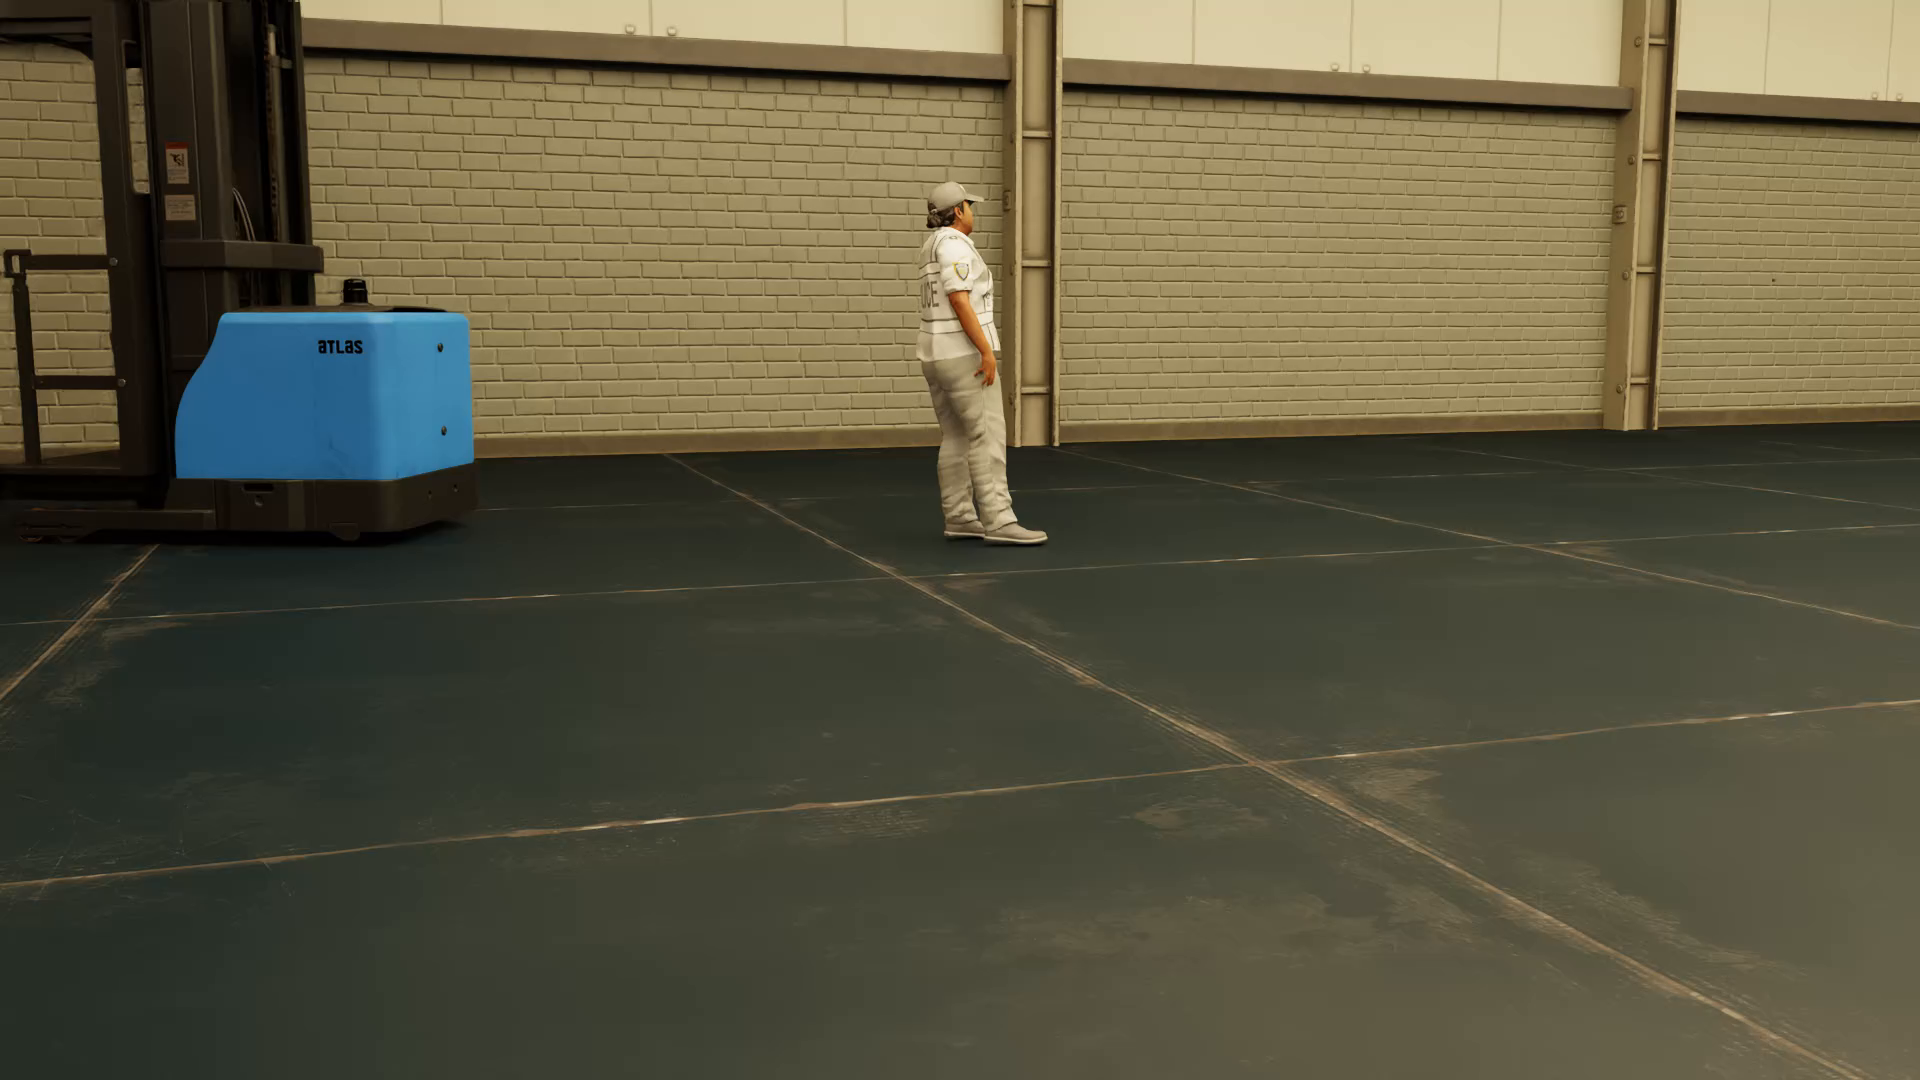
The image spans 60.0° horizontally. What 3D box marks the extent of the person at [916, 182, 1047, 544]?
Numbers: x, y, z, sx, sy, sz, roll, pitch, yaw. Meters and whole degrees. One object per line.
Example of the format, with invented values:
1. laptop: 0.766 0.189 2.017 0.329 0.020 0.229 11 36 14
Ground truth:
1. person: 0.080 -0.834 7.814 0.529 1.670 0.599 -3 8 -18

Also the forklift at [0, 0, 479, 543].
1. forklift: -4.034 -1.506 8.121 3.031 2.935 1.130 1 8 6
